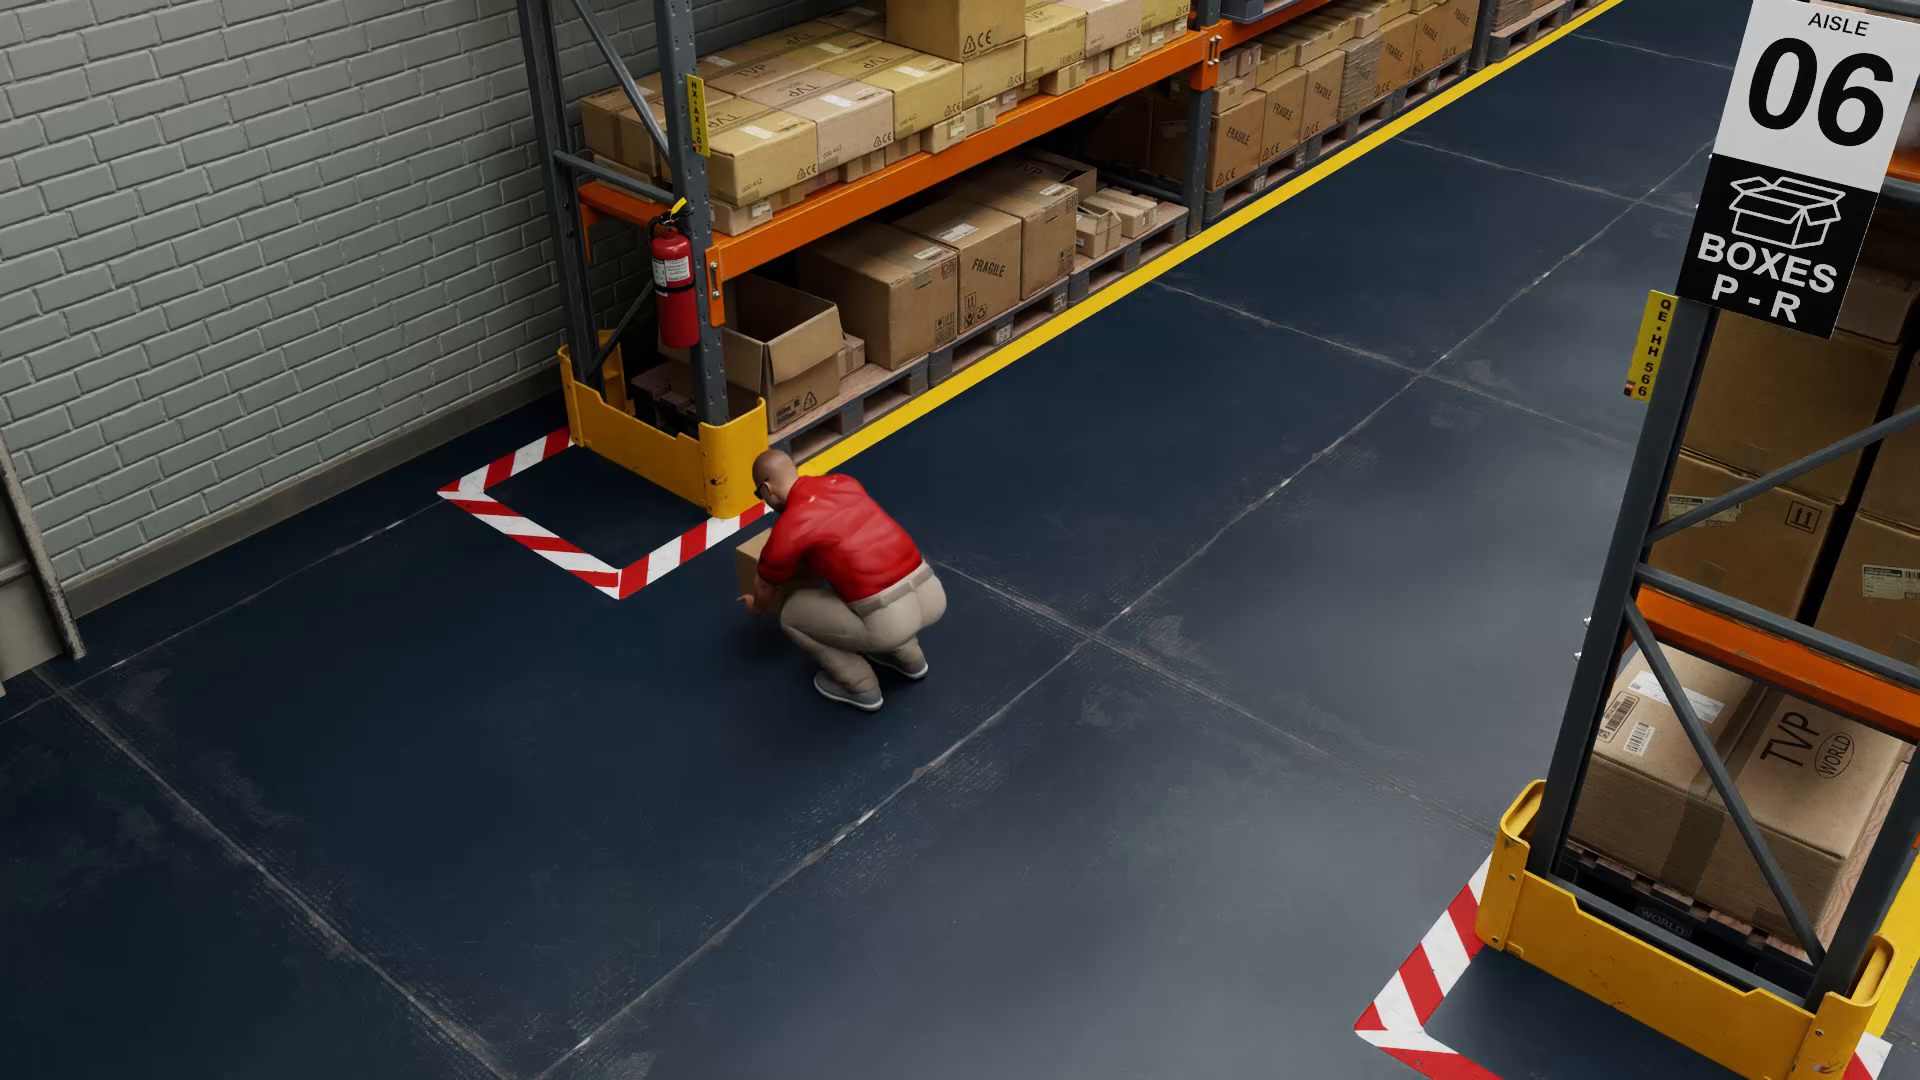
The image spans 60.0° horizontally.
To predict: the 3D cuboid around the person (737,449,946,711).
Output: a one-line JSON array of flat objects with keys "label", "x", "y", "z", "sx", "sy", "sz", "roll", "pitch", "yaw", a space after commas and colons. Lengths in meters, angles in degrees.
[{"label": "person", "x": -0.489, "y": 0.135, "z": 6.636, "sx": 0.884, "sy": 0.972, "sz": 0.567, "roll": 25, "pitch": 42, "yaw": 32}]
